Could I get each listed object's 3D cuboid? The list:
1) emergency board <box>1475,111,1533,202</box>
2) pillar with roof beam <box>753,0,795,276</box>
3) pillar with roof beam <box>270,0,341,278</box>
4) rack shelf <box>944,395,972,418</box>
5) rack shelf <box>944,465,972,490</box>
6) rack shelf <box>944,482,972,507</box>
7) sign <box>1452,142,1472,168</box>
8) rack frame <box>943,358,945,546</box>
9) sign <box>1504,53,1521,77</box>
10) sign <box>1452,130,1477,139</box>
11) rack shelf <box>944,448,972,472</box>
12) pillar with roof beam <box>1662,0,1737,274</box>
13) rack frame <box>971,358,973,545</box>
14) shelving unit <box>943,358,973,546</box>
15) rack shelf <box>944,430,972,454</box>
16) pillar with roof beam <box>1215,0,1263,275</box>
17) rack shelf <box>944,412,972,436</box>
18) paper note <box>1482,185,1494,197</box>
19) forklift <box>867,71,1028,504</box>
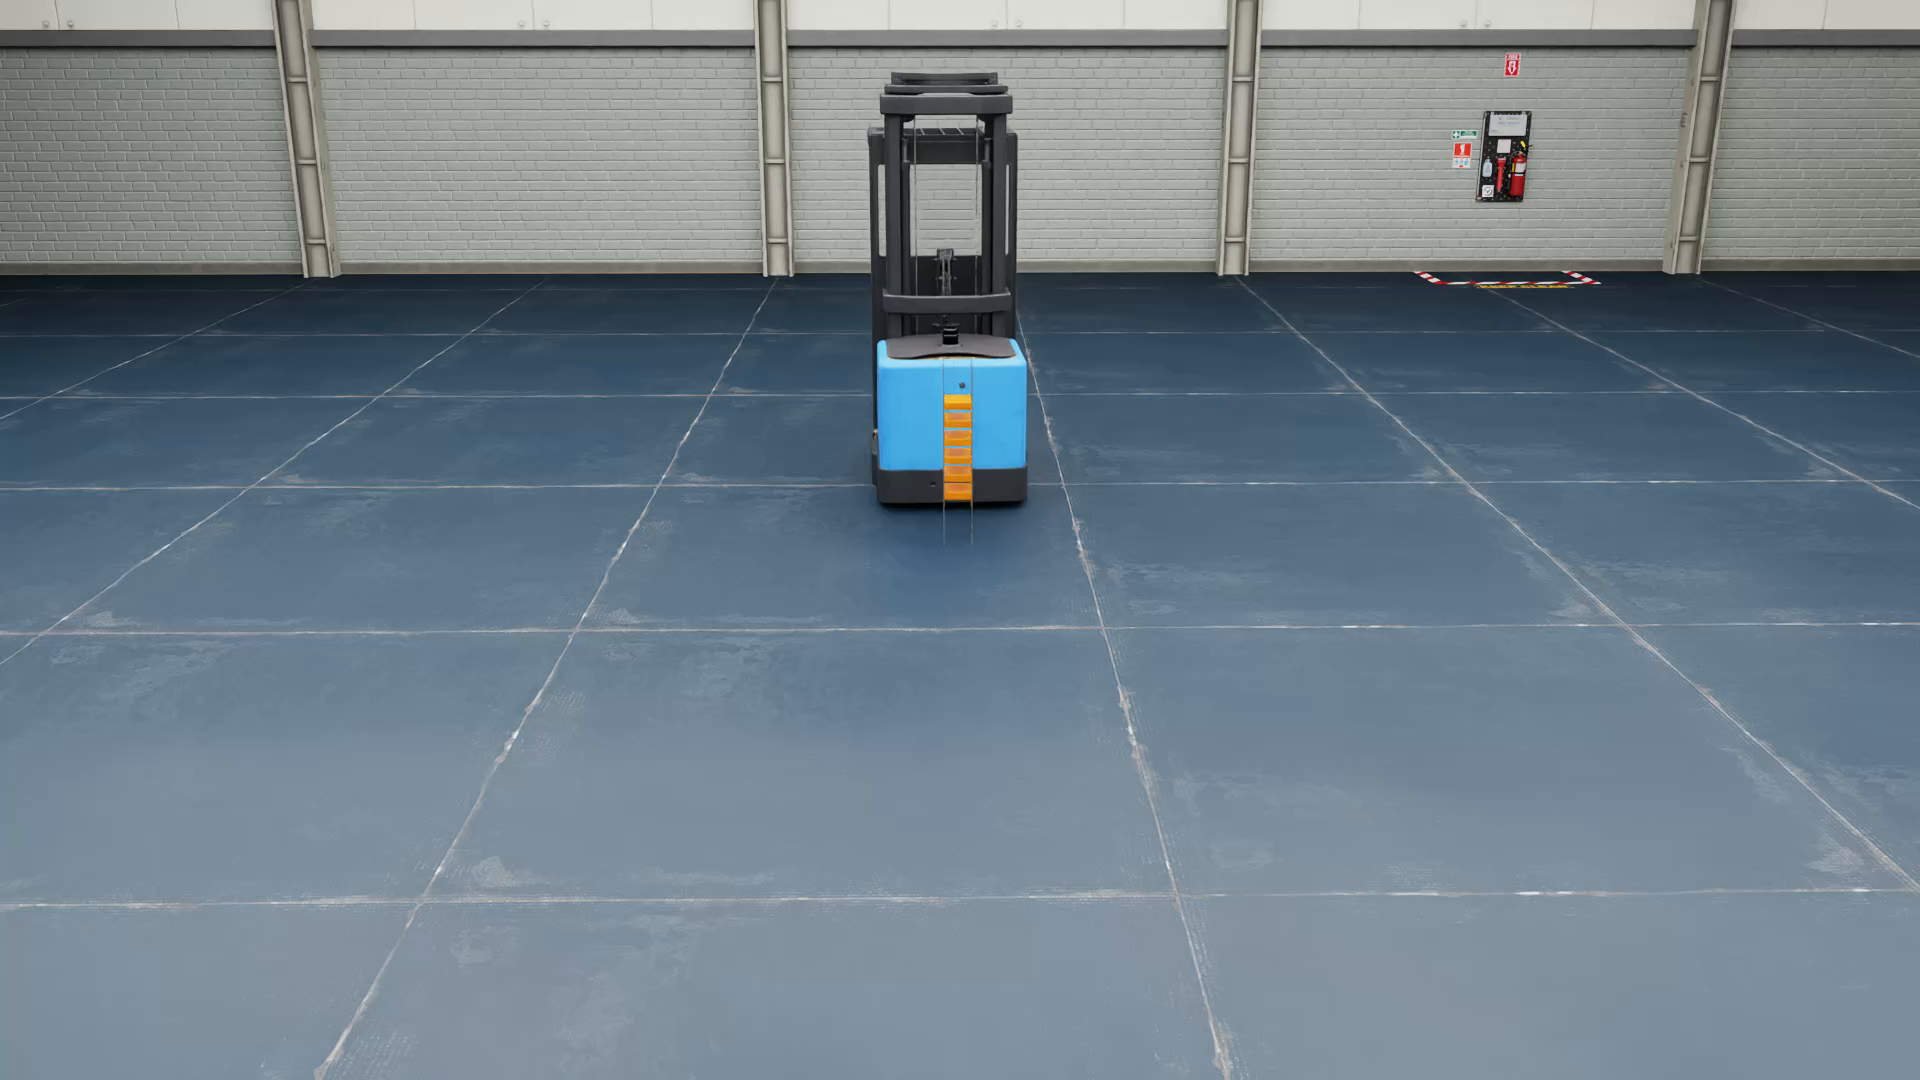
[{"bbox_3d":[7.136,-4.997,21.713,0.643,1.169,0.194,0,18,-1],"label":"emergency board"},{"bbox_3d":[-2.323,-6.481,16.518,0.400,9.000,9.100,0,18,-1],"label":"pillar with roof beam"},{"bbox_3d":[-8.322,-6.452,16.428,0.400,9.000,9.100,0,18,-1],"label":"pillar with roof beam"},{"bbox_3d":[-0.014,-0.872,10.768,0.180,0.103,0.258,0,18,-1],"label":"rack shelf"},{"bbox_3d":[-0.014,-0.415,10.914,0.180,0.103,0.258,0,18,-1],"label":"rack shelf"},{"bbox_3d":[-0.014,-0.300,10.951,0.180,0.103,0.258,0,18,-1],"label":"rack shelf"},{"bbox_3d":[6.582,-5.042,21.797,0.234,0.329,0.001,0,18,-1],"label":"sign"},{"bbox_3d":[-0.106,-0.571,10.863,0.006,1.200,0.240,0,18,-1],"label":"rack frame"},{"bbox_3d":[7.126,-6.131,21.453,0.199,0.298,0.001,0,18,-1],"label":"sign"},{"bbox_3d":[6.586,-5.292,21.708,0.331,0.109,0.001,0,18,-1],"label":"sign"},{"bbox_3d":[-0.014,-0.529,10.878,0.180,0.103,0.258,0,18,-1],"label":"rack shelf"},{"bbox_3d":[9.676,-6.539,16.698,0.400,9.000,9.100,0,18,-1],"label":"pillar with roof beam"},{"bbox_3d":[0.077,-0.572,10.865,0.006,1.200,0.240,0,18,-1],"label":"rack frame"},{"bbox_3d":[-0.014,-0.571,10.864,0.189,1.200,0.258,0,18,-1],"label":"shelving unit"},{"bbox_3d":[-0.014,-0.643,10.841,0.180,0.103,0.258,0,18,-1],"label":"rack shelf"},{"bbox_3d":[3.676,-6.510,16.608,0.400,9.000,9.100,0,18,-1],"label":"pillar with roof beam"},{"bbox_3d":[-0.014,-0.757,10.804,0.180,0.103,0.258,0,18,-1],"label":"rack shelf"},{"bbox_3d":[6.958,-4.597,21.910,0.142,0.148,0.016,0,18,-1],"label":"paper note"},{"bbox_3d":[-0.138,-2.050,12.640,1.130,2.935,3.031,-1,18,-4],"label":"forklift"}]
